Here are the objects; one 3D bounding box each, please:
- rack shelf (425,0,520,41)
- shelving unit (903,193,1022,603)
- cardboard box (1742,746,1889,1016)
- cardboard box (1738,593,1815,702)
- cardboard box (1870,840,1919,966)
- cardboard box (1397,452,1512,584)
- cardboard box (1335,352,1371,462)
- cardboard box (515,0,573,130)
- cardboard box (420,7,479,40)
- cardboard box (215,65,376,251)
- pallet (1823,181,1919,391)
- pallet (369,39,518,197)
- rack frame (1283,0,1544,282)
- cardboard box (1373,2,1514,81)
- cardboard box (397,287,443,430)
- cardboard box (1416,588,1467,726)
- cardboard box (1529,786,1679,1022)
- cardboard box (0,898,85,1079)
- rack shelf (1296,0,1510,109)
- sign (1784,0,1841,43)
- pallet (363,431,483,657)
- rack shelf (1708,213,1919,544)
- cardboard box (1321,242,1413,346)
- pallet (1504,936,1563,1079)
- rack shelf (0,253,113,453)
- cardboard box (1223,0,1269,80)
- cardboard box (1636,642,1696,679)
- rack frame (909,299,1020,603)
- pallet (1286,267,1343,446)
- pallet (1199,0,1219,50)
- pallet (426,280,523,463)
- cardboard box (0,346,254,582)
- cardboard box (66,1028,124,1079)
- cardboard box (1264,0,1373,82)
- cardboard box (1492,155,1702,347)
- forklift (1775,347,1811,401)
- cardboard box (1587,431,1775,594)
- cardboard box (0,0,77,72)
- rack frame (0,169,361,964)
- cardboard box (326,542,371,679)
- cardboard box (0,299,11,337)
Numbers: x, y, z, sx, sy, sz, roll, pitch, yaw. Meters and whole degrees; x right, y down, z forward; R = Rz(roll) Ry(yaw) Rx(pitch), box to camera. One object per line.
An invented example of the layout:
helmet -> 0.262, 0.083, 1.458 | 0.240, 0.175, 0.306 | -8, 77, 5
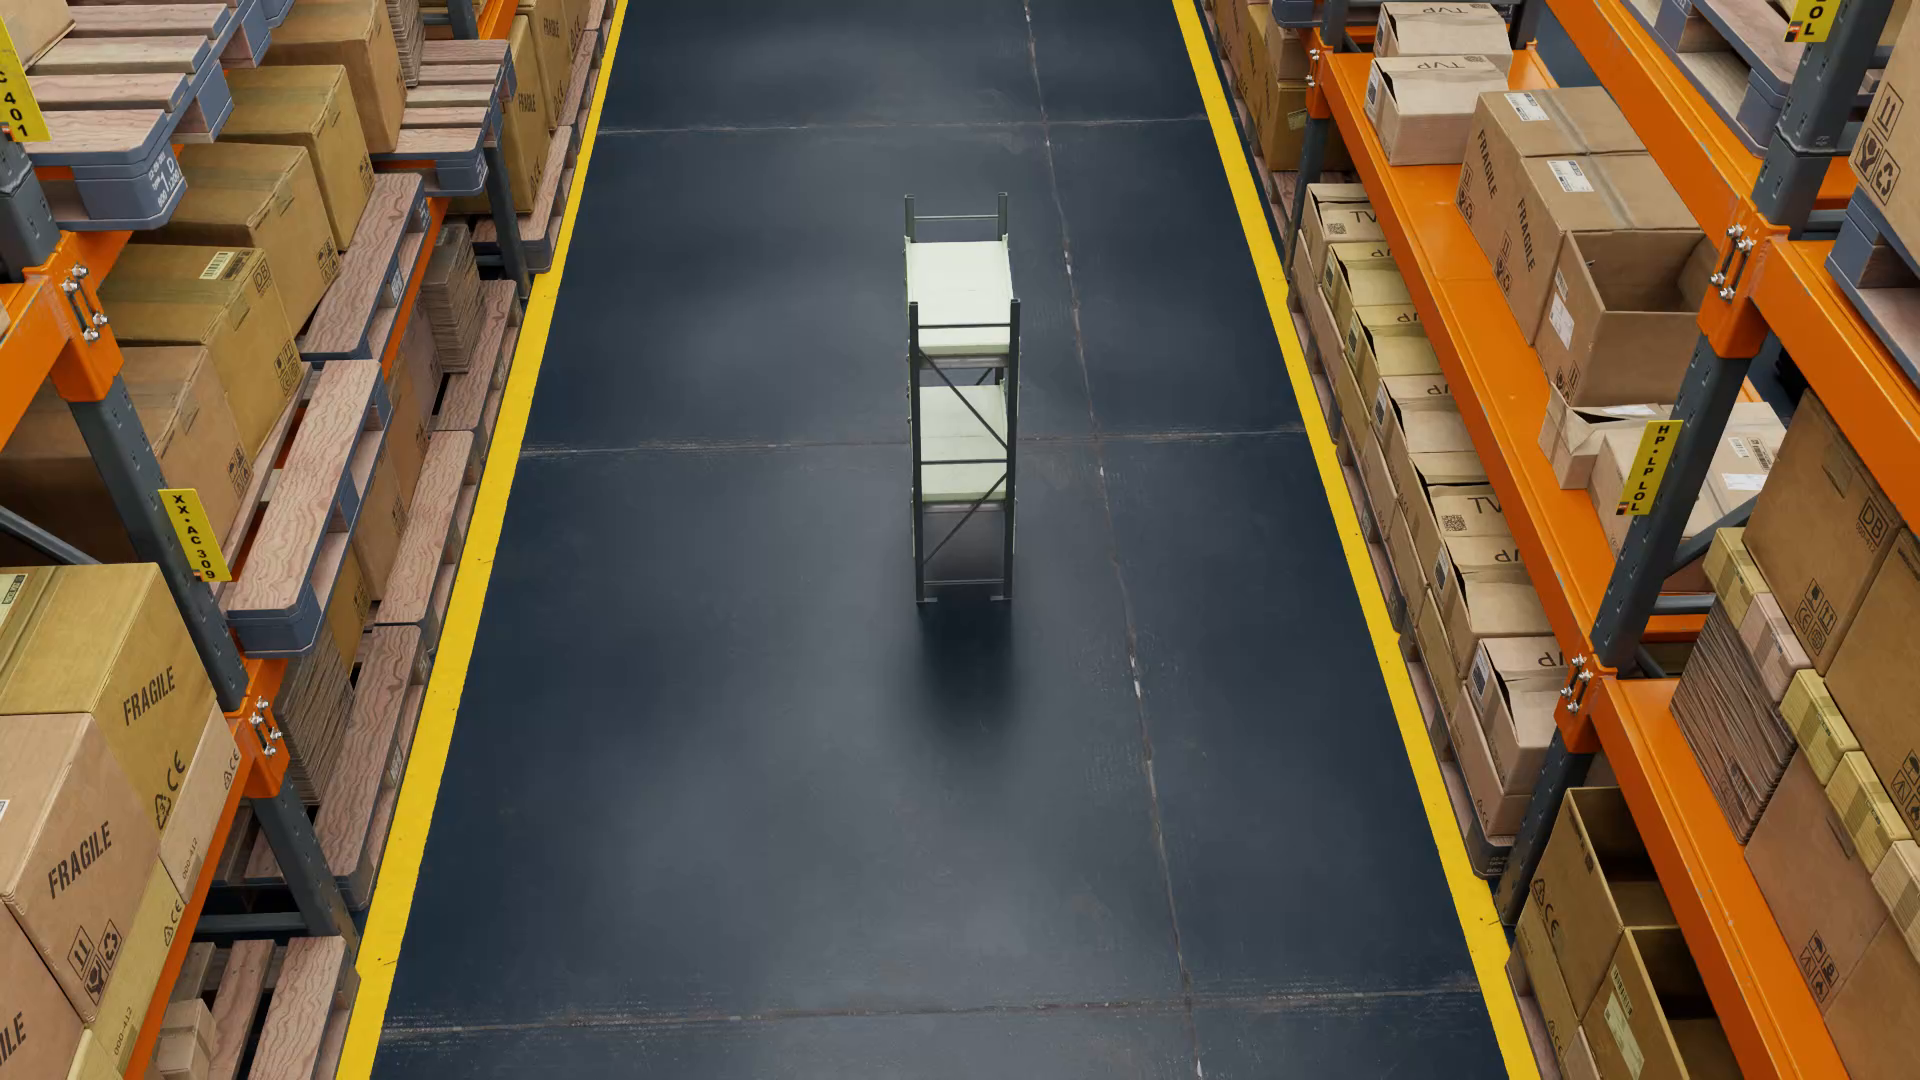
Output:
rack shelf -> -2.821, -3.455, 9.332 | 1.077, 0.370, 4.000 | -2, 43, -2
shelving unit -> 0.000, -0.548, 6.738 | 0.431, 1.500, 0.755 | -2, 43, -2
cardboard box -> 2.437, 0.804, 4.079 | 0.700, 0.500, 0.500 | -2, 43, -2
cardboard box -> 2.211, 0.266, 4.186 | 0.380, 0.149, 0.250 | -1, 43, -1
cardboard box -> 2.245, 0.786, 3.618 | 0.380, 0.149, 0.250 | -3, 43, -3
cardboard box -> 2.032, -0.116, 6.465 | 0.500, 0.311, 0.500 | -2, 43, -2
cardboard box -> 1.992, -0.604, 7.413 | 0.500, 0.250, 0.500 | -3, 43, -3
cardboard box -> -2.667, -2.824, 9.391 | 0.750, 0.750, 0.750 | -2, 43, -2
cardboard box -> -2.519, -2.514, 7.944 | 0.380, 0.149, 0.250 | -2, 43, -2
cardboard box -> -2.631, -1.412, 6.171 | 0.700, 0.500, 0.500 | -2, 43, -2
pallet -> 2.445, -0.312, 3.217 | 1.003, 0.211, 1.213 | -2, 43, -2
pallet -> -2.600, -1.821, 7.159 | 1.213, 0.211, 1.003 | -2, 43, -2
rack frame -> 2.213, -2.515, 7.774 | 1.000, 3.000, 0.127 | -2, 43, -2
cardboard box -> 2.185, -2.235, 7.535 | 0.500, 0.311, 0.500 | 1, 43, 1
cardboard box -> -2.748, -0.775, 7.400 | 0.700, 0.500, 0.500 | -2, 43, -2
cardboard box -> 2.056, 0.431, 6.284 | 0.500, 0.250, 0.500 | -2, 43, -2
cardboard box -> 2.089, 1.090, 5.010 | 0.500, 0.500, 0.500 | -2, 43, -2
cardboard box -> -2.200, 1.089, 3.383 | 0.500, 0.500, 0.500 | -3, 43, -3
rack shelf -> 2.128, -3.600, 9.490 | 1.077, 0.370, 4.000 | -2, 43, -2
sign -> 1.841, -1.205, 3.509 | 0.100, 0.325, 0.005 | -2, 43, -2
pallet -> -2.656, 0.007, 7.086 | 1.003, 0.211, 1.213 | -2, 43, -2
rack shelf -> 2.468, 0.695, 2.584 | 1.077, 0.370, 4.000 | -2, 43, -2
cardboard box -> 1.972, -1.146, 7.590 | 0.500, 0.311, 0.500 | -3, 43, -3
pallet -> 2.375, 1.752, 5.183 | 1.003, 0.211, 1.213 | -2, 43, -2
rack shelf -> -2.482, 0.840, 2.426 | 1.077, 0.370, 4.000 | -2, 43, -2
cardboard box -> 1.888, -3.084, 9.919 | 0.500, 0.500, 0.500 | -3, 43, -3
cardboard box -> 2.614, 0.552, 5.738 | 0.500, 0.311, 0.500 | -2, 43, -2
rack frame -> 0.016, -0.301, 6.469 | 0.400, 1.500, 0.023 | -2, 43, -2
pallet -> 2.209, -0.930, 8.108 | 1.003, 0.211, 1.213 | -2, 43, -2
pallet -> 2.115, -3.639, 11.064 | 1.003, 0.211, 1.213 | -2, 43, -2
pallet -> -2.705, -0.815, 7.982 | 1.003, 0.211, 1.213 | -2, 43, -2
cardboard box -> -2.554, -0.213, 4.863 | 0.700, 0.500, 0.500 | -2, 43, -2
cardboard box -> -2.194, 1.365, 3.637 | 0.500, 0.250, 0.500 | -2, 43, -2
cardboard box -> 1.932, -2.694, 8.939 | 0.500, 0.250, 0.500 | 0, 43, 0
cardboard box -> 2.323, -1.064, 6.117 | 0.500, 0.500, 0.500 | -2, 43, -2
forklift -> 4.560, -1.689, 6.924 | 1.130, 2.935, 3.031 | -2, 43, -2
cardboard box -> 2.318, -0.090, 5.240 | 0.500, 0.250, 0.500 | 1, 43, 1
cardboard box -> -2.510, -1.339, 3.886 | 0.500, 0.500, 0.500 | 4, 43, 4
rack frame -> -2.566, 0.330, 4.670 | 1.000, 3.000, 0.127 | -2, 43, -2
cardboard box -> -2.686, 0.246, 6.286 | 0.700, 0.500, 0.500 | -2, 43, -3
cardboard box -> -2.298, -0.484, 3.250 | 0.500, 0.500, 0.500 | -1, 43, -1
